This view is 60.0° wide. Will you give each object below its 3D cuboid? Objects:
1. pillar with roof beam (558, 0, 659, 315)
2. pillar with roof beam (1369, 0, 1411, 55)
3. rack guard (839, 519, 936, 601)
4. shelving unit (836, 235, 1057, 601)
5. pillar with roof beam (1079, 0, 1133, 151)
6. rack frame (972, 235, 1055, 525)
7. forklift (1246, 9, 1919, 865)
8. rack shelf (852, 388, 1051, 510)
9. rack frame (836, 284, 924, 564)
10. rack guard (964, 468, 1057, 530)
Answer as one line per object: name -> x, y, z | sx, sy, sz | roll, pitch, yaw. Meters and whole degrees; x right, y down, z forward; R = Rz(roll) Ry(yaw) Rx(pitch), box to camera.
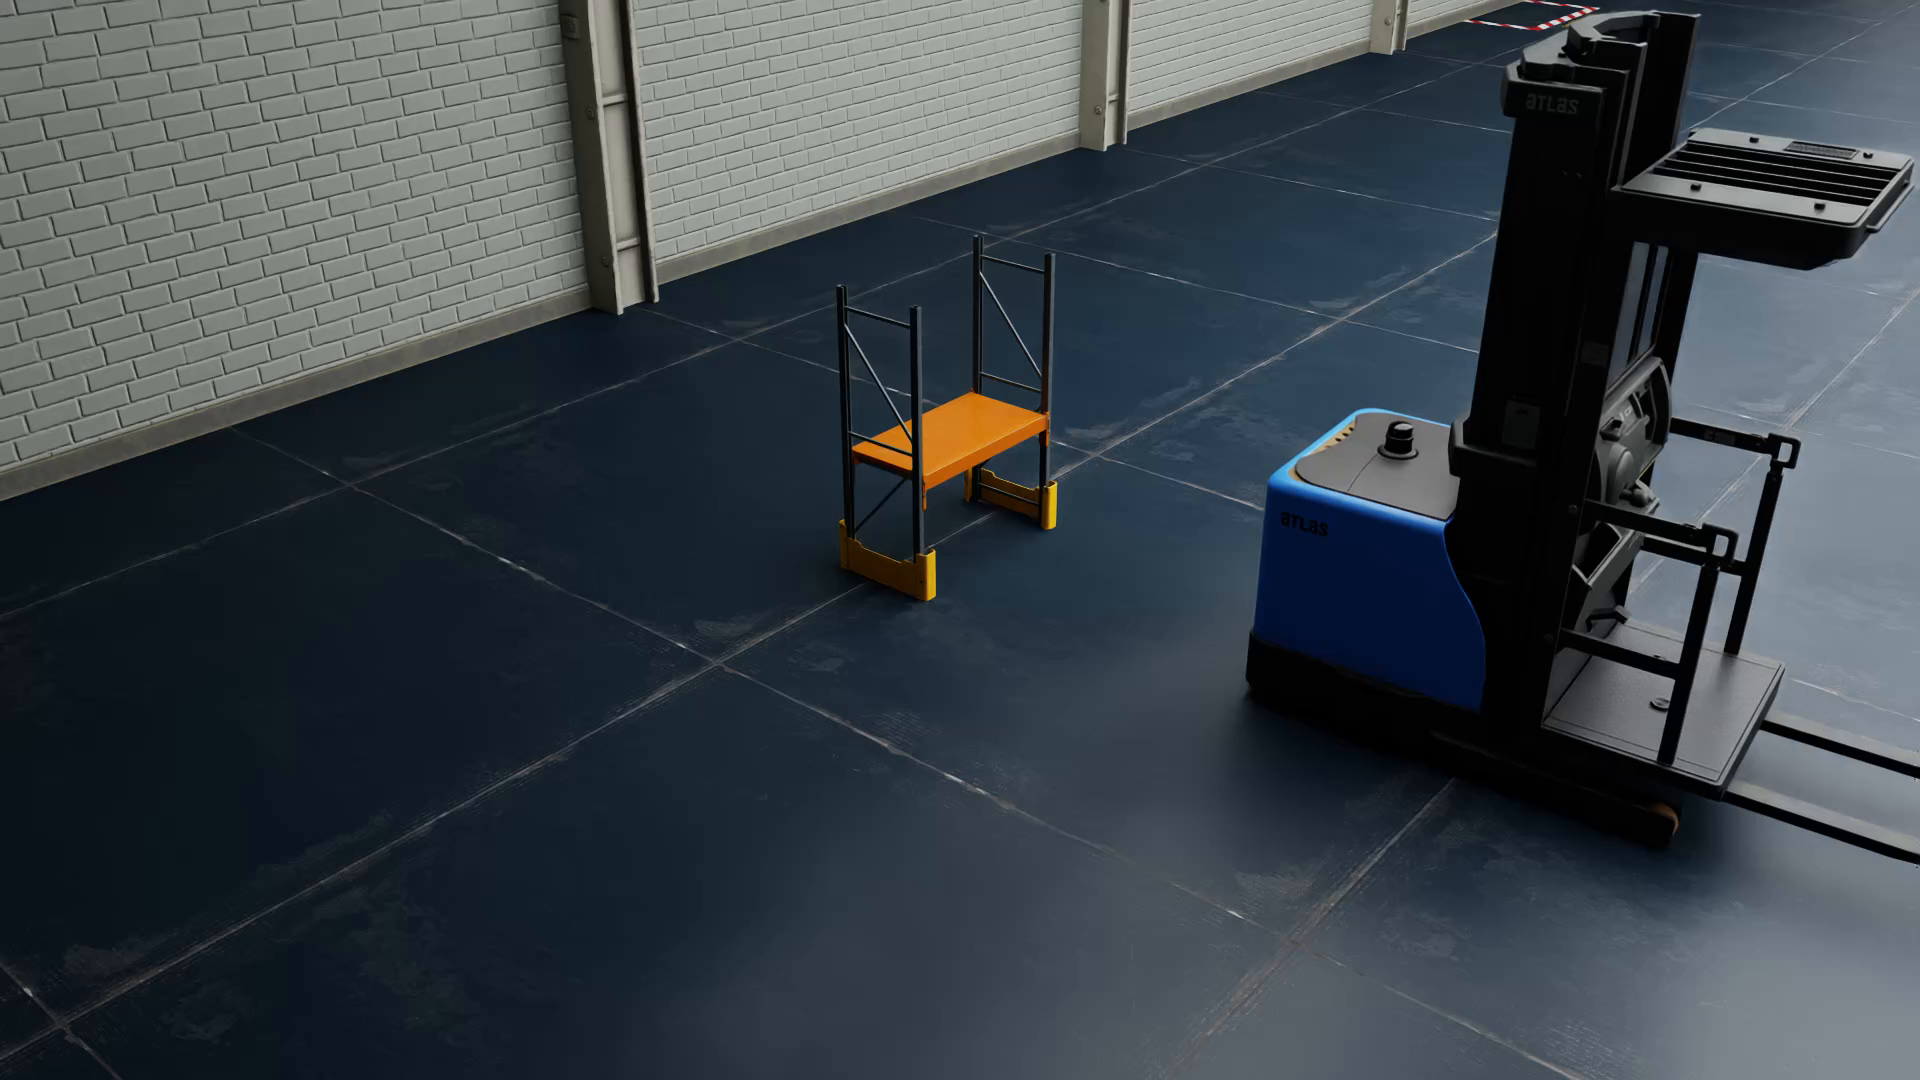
pillar with roof beam -> 0.890, -4.457, 7.572 | 9.100, 9.000, 0.400 | 21, 34, 34
pillar with roof beam -> 8.523, -8.712, 15.797 | 9.100, 9.000, 0.400 | 21, 34, 34
rack guard -> -0.365, 0.093, 8.299 | 0.587, 0.250, 0.087 | 21, 34, 34
shelving unit -> -0.048, -0.639, 8.353 | 0.587, 1.500, 1.083 | 21, 34, 34
pillar with roof beam -> 4.706, -6.585, 11.684 | 9.100, 9.000, 0.400 | 21, 34, 34
rack frame -> 0.269, -0.816, 8.695 | 0.500, 1.500, 0.032 | 21, 34, 34
forklift -> 2.764, -0.394, 6.322 | 3.031, 2.935, 1.130 | 18, 33, 31
rack shelf -> -0.054, -0.476, 8.430 | 0.538, 0.185, 1.000 | 21, 34, 34
rack frame -> -0.378, -0.456, 7.999 | 0.500, 1.500, 0.032 | 21, 34, 34
rack guard -> 0.268, -0.261, 8.982 | 0.587, 0.250, 0.087 | 21, 34, 34
